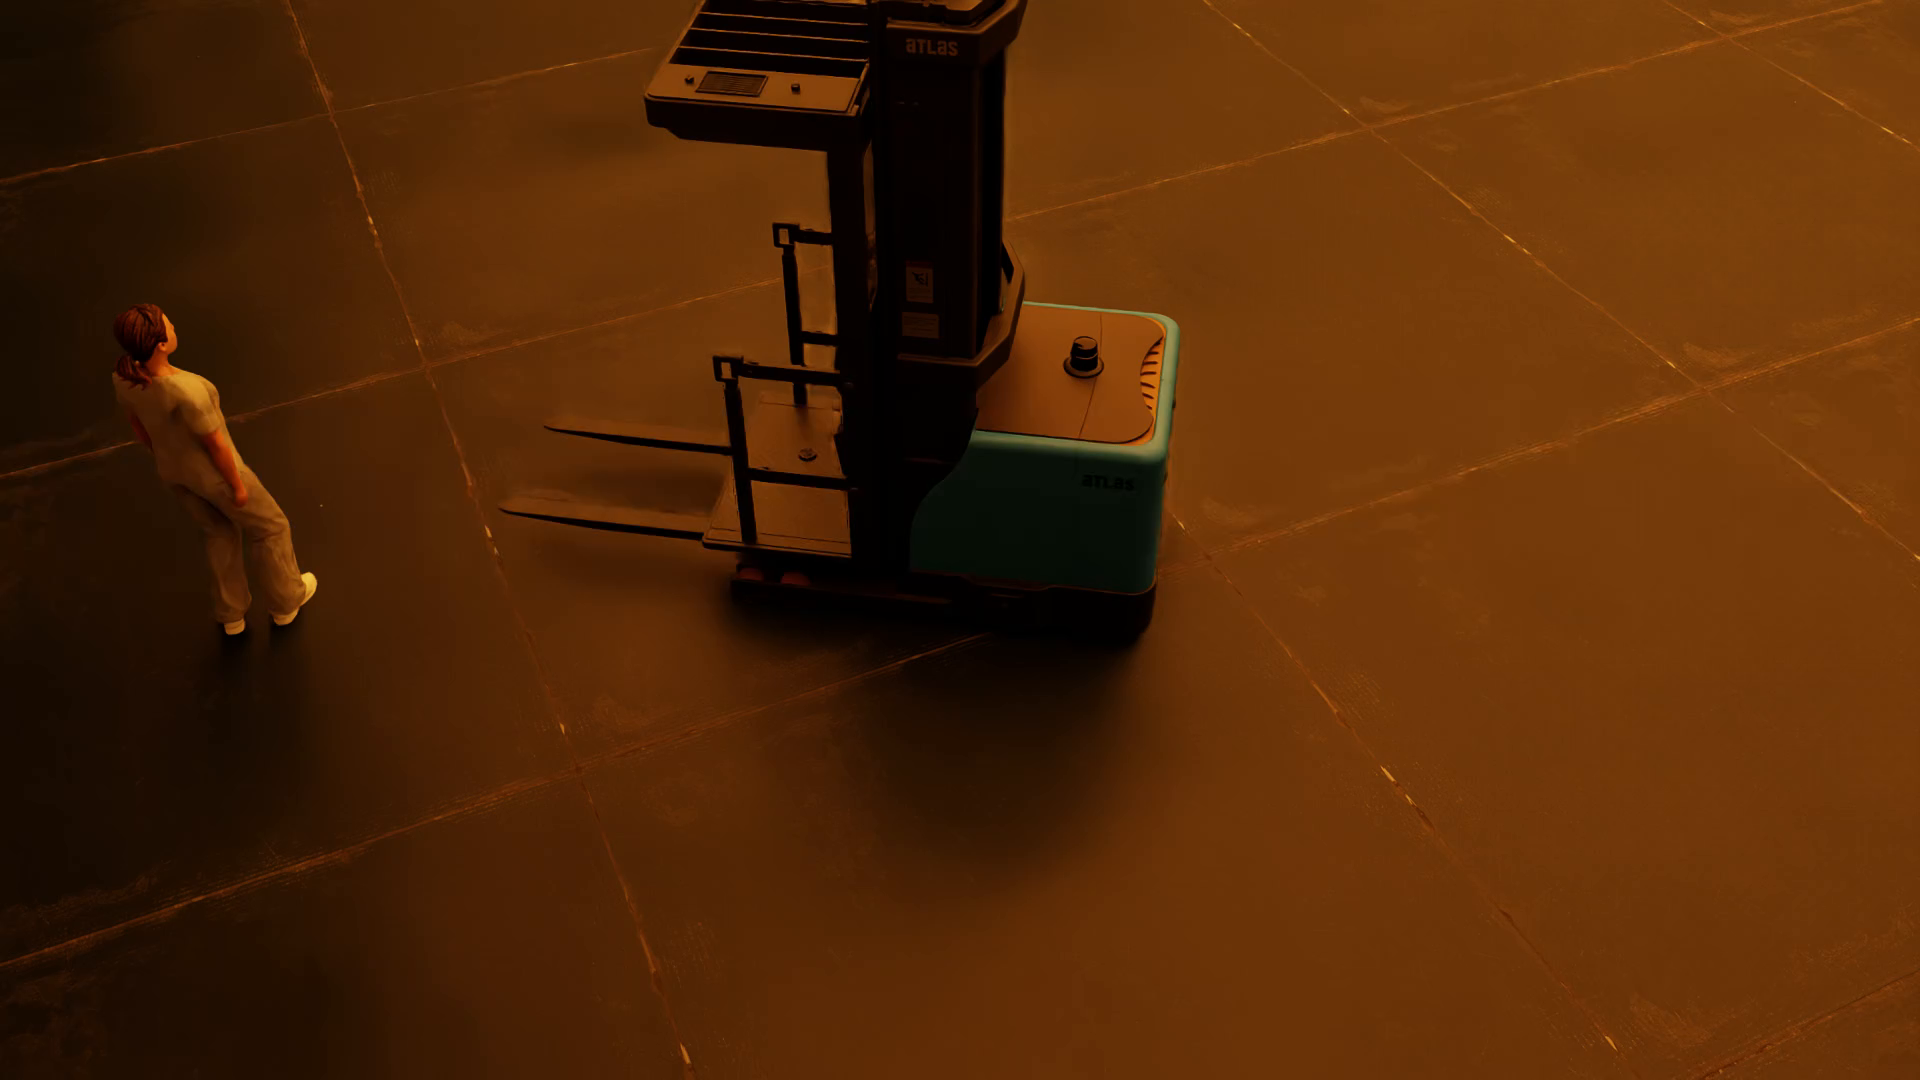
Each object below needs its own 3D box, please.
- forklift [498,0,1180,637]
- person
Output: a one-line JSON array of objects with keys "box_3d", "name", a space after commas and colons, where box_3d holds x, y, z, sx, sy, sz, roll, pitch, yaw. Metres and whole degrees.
[{"box_3d": [-0.584, -1.115, 6.875, 3.031, 2.935, 1.130, 6, 43, 7], "name": "forklift"}, {"box_3d": [-3.150, -0.309, 6.952, 0.493, 1.660, 0.454, 16, 45, 17], "name": "person"}]
